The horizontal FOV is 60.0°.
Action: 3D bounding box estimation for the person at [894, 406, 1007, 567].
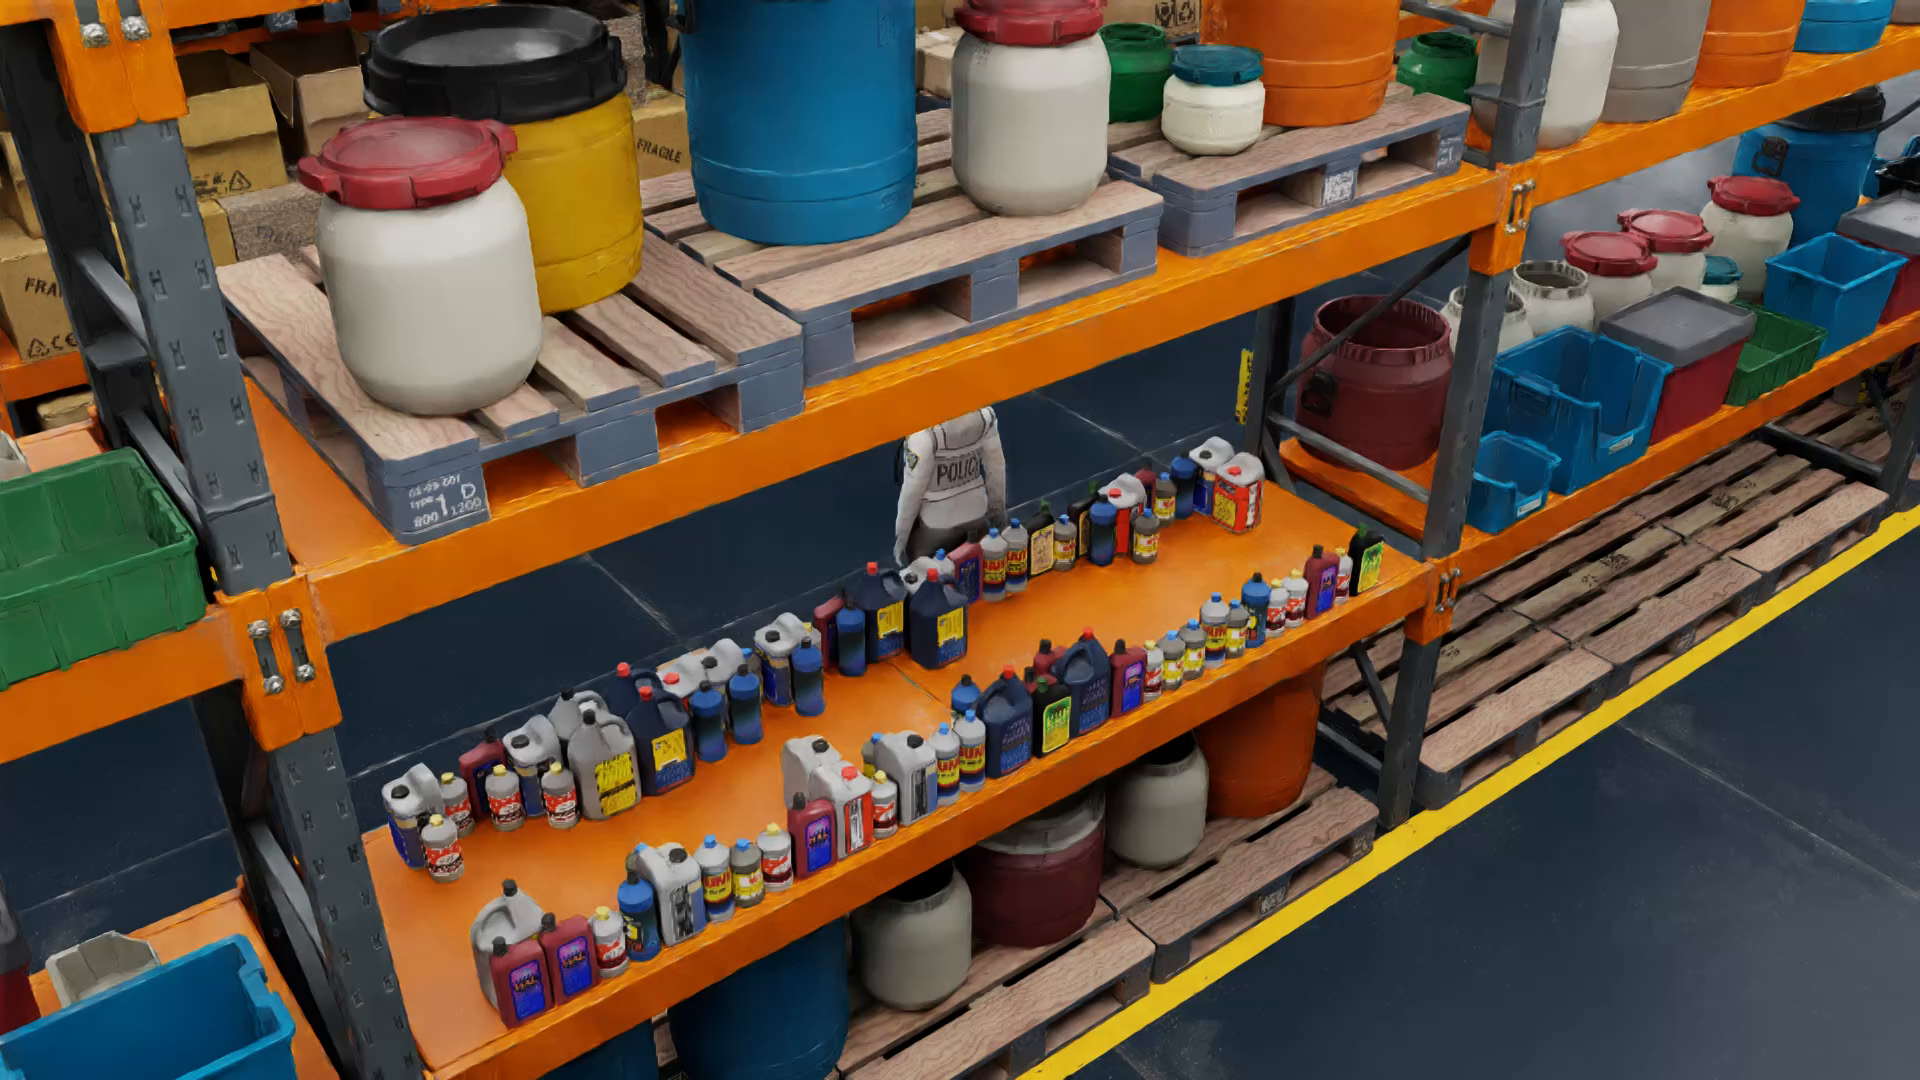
[{"bbox_3d":[-0.069,-0.101,7.242,0.569,1.685,0.405,-23,39,-32],"label":"person"}]
